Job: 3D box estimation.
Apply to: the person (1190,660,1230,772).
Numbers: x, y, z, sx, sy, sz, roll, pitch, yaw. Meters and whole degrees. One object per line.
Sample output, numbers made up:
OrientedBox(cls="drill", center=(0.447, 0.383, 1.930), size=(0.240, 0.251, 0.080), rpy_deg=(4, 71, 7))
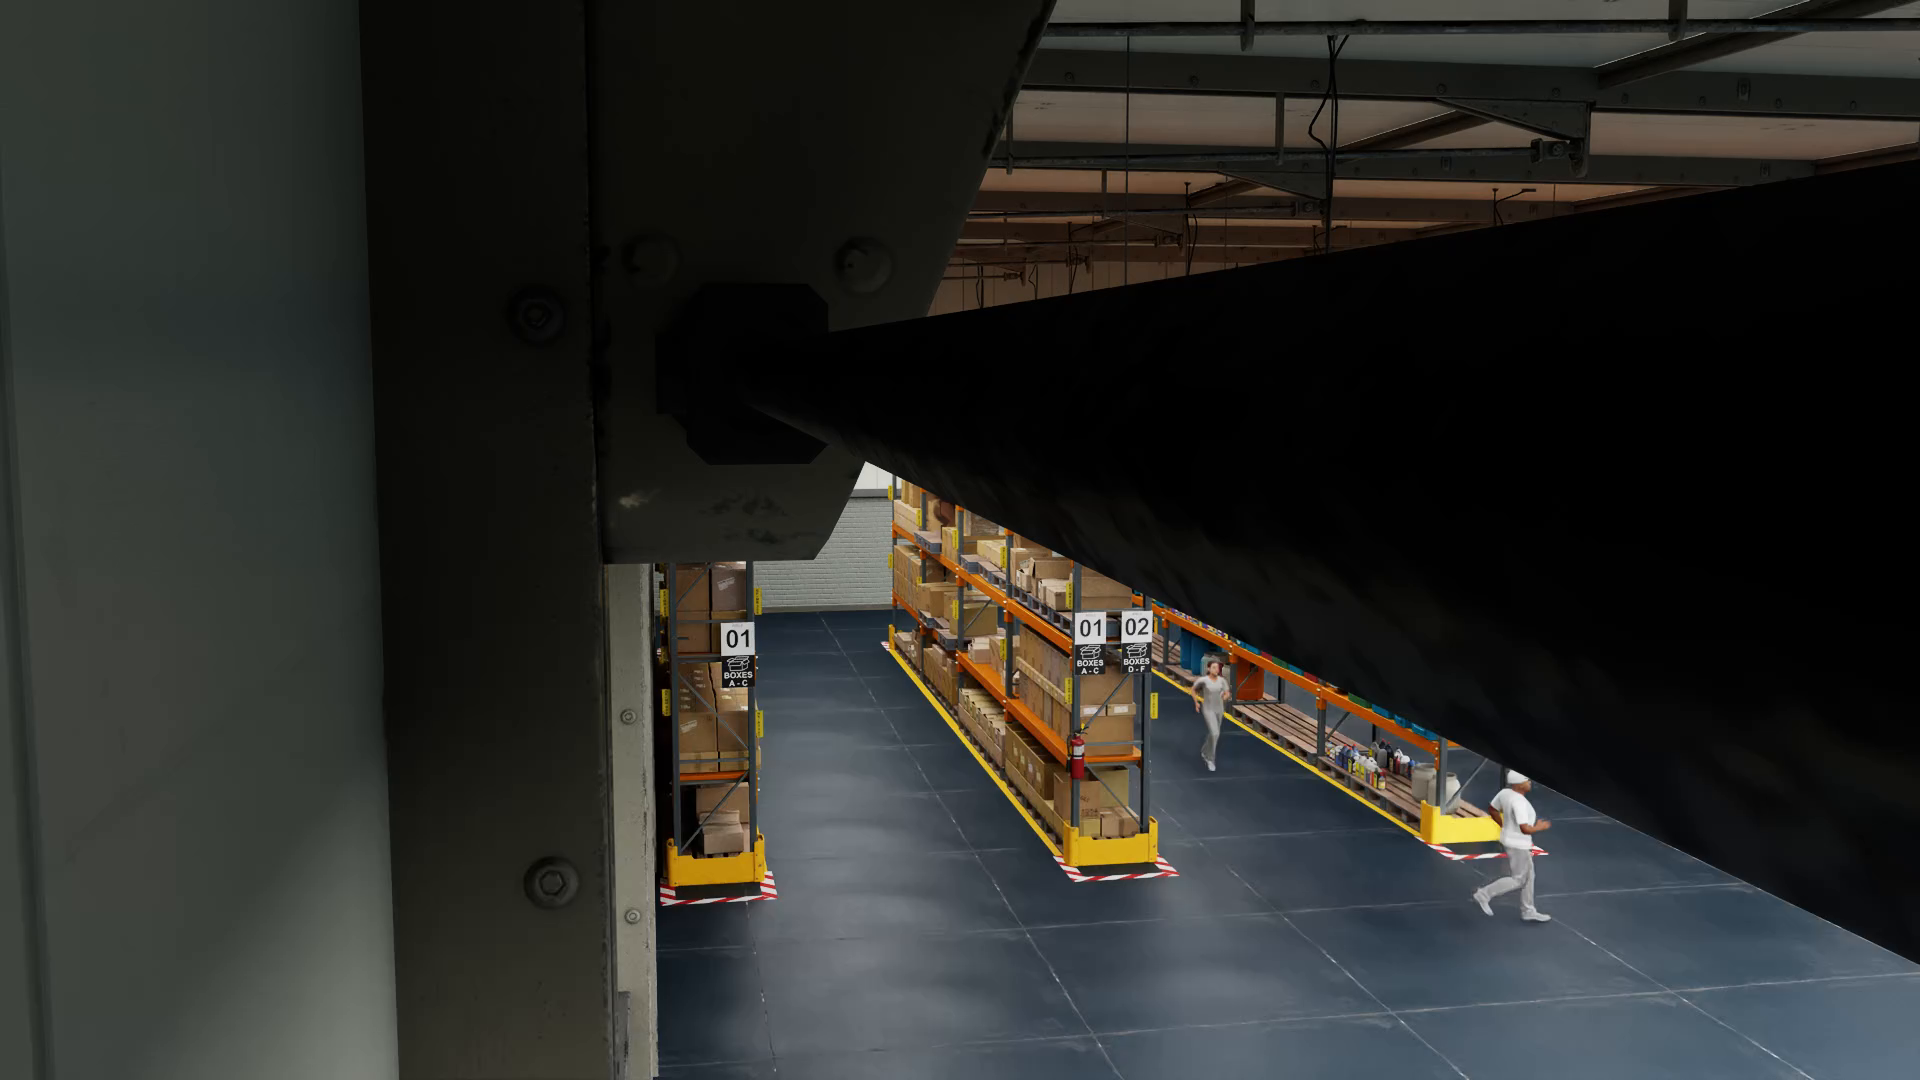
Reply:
OrientedBox(cls="person", center=(3.914, 2.711, 25.842), size=(0.531, 1.720, 0.738), rpy_deg=(-2, 7, -22))

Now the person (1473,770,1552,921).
OrientedBox(cls="person", center=(6.226, 3.427, 18.706), size=(0.882, 1.747, 0.718), rpy_deg=(0, 6, 4))
